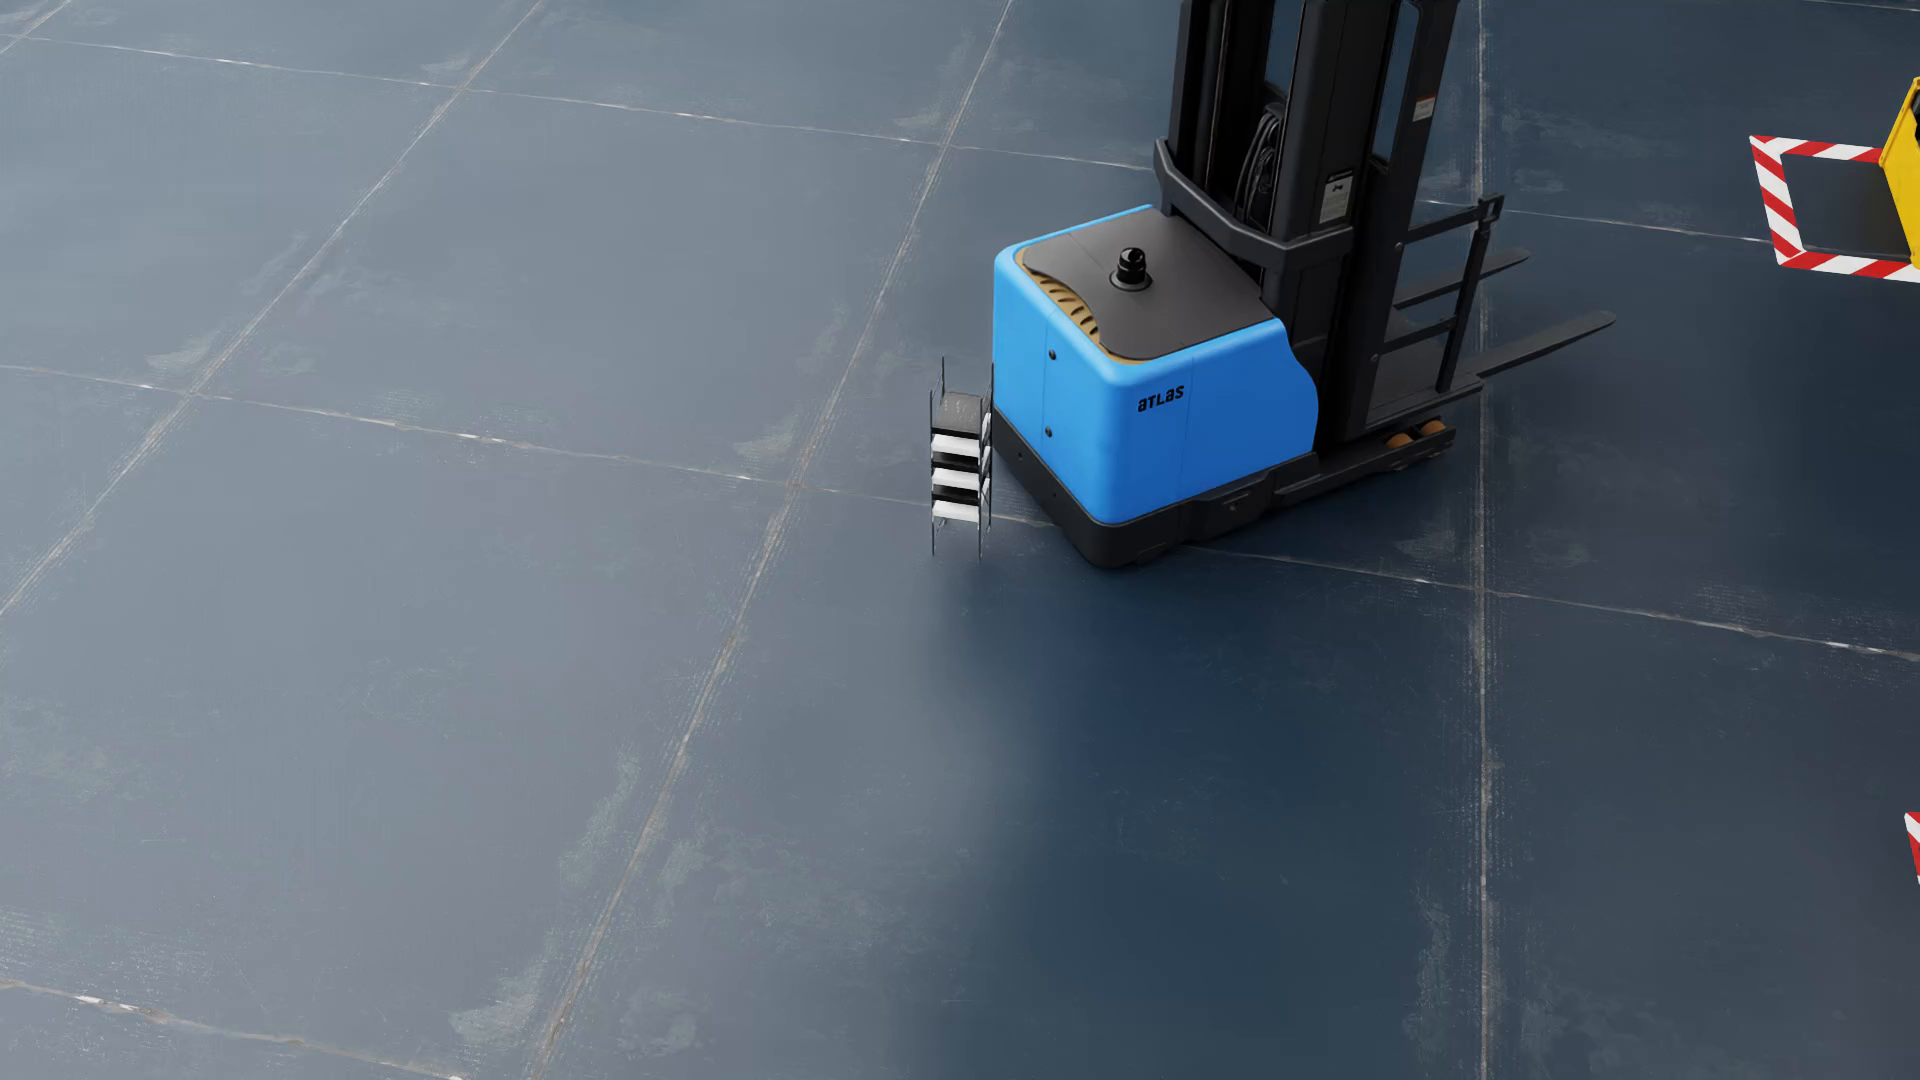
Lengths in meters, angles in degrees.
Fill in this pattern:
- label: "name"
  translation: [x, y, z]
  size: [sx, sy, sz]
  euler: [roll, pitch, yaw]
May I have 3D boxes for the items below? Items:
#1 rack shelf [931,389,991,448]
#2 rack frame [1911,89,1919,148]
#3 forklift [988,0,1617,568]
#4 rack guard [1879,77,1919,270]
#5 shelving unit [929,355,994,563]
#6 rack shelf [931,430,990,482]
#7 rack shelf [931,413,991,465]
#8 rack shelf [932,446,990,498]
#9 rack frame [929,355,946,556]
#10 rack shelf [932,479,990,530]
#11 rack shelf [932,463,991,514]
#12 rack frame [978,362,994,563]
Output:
- label: "rack shelf"
  translation: [0.008, -0.493, 6.733]
  size: [0.200, 0.077, 0.258]
  euler: [9, 45, 9]
- label: "rack frame"
  translation: [5.197, -2.863, 8.022]
  size: [0.127, 3.000, 1.000]
  euler: [9, 45, 9]
- label: "forklift"
  translation: [1.674, -1.675, 6.837]
  size: [3.031, 2.935, 1.130]
  euler: [-20, 47, -20]
- label: "rack guard"
  translation: [5.271, -1.951, 8.877]
  size: [0.348, 0.500, 1.175]
  euler: [9, 45, 9]
- label: "shelving unit"
  translation: [0.008, -0.323, 6.897]
  size: [0.210, 0.900, 0.258]
  euler: [9, 45, 9]
- label: "rack shelf"
  translation: [0.008, -0.364, 6.857]
  size: [0.200, 0.077, 0.258]
  euler: [9, 45, 9]
- label: "rack shelf"
  translation: [0.008, -0.429, 6.795]
  size: [0.200, 0.077, 0.258]
  euler: [9, 45, 9]
- label: "rack shelf"
  translation: [0.008, -0.299, 6.920]
  size: [0.200, 0.077, 0.258]
  euler: [9, 45, 9]
- label: "rack frame"
  translation: [-0.091, -0.338, 6.913]
  size: [0.006, 0.900, 0.240]
  euler: [9, 45, 9]
- label: "rack shelf"
  translation: [0.008, -0.169, 7.045]
  size: [0.200, 0.077, 0.258]
  euler: [9, 45, 9]
- label: "rack shelf"
  translation: [0.008, -0.234, 6.982]
  size: [0.200, 0.077, 0.258]
  euler: [9, 45, 9]
- label: "rack frame"
  translation: [0.107, -0.308, 6.881]
  size: [0.006, 0.900, 0.240]
  euler: [9, 45, 9]
